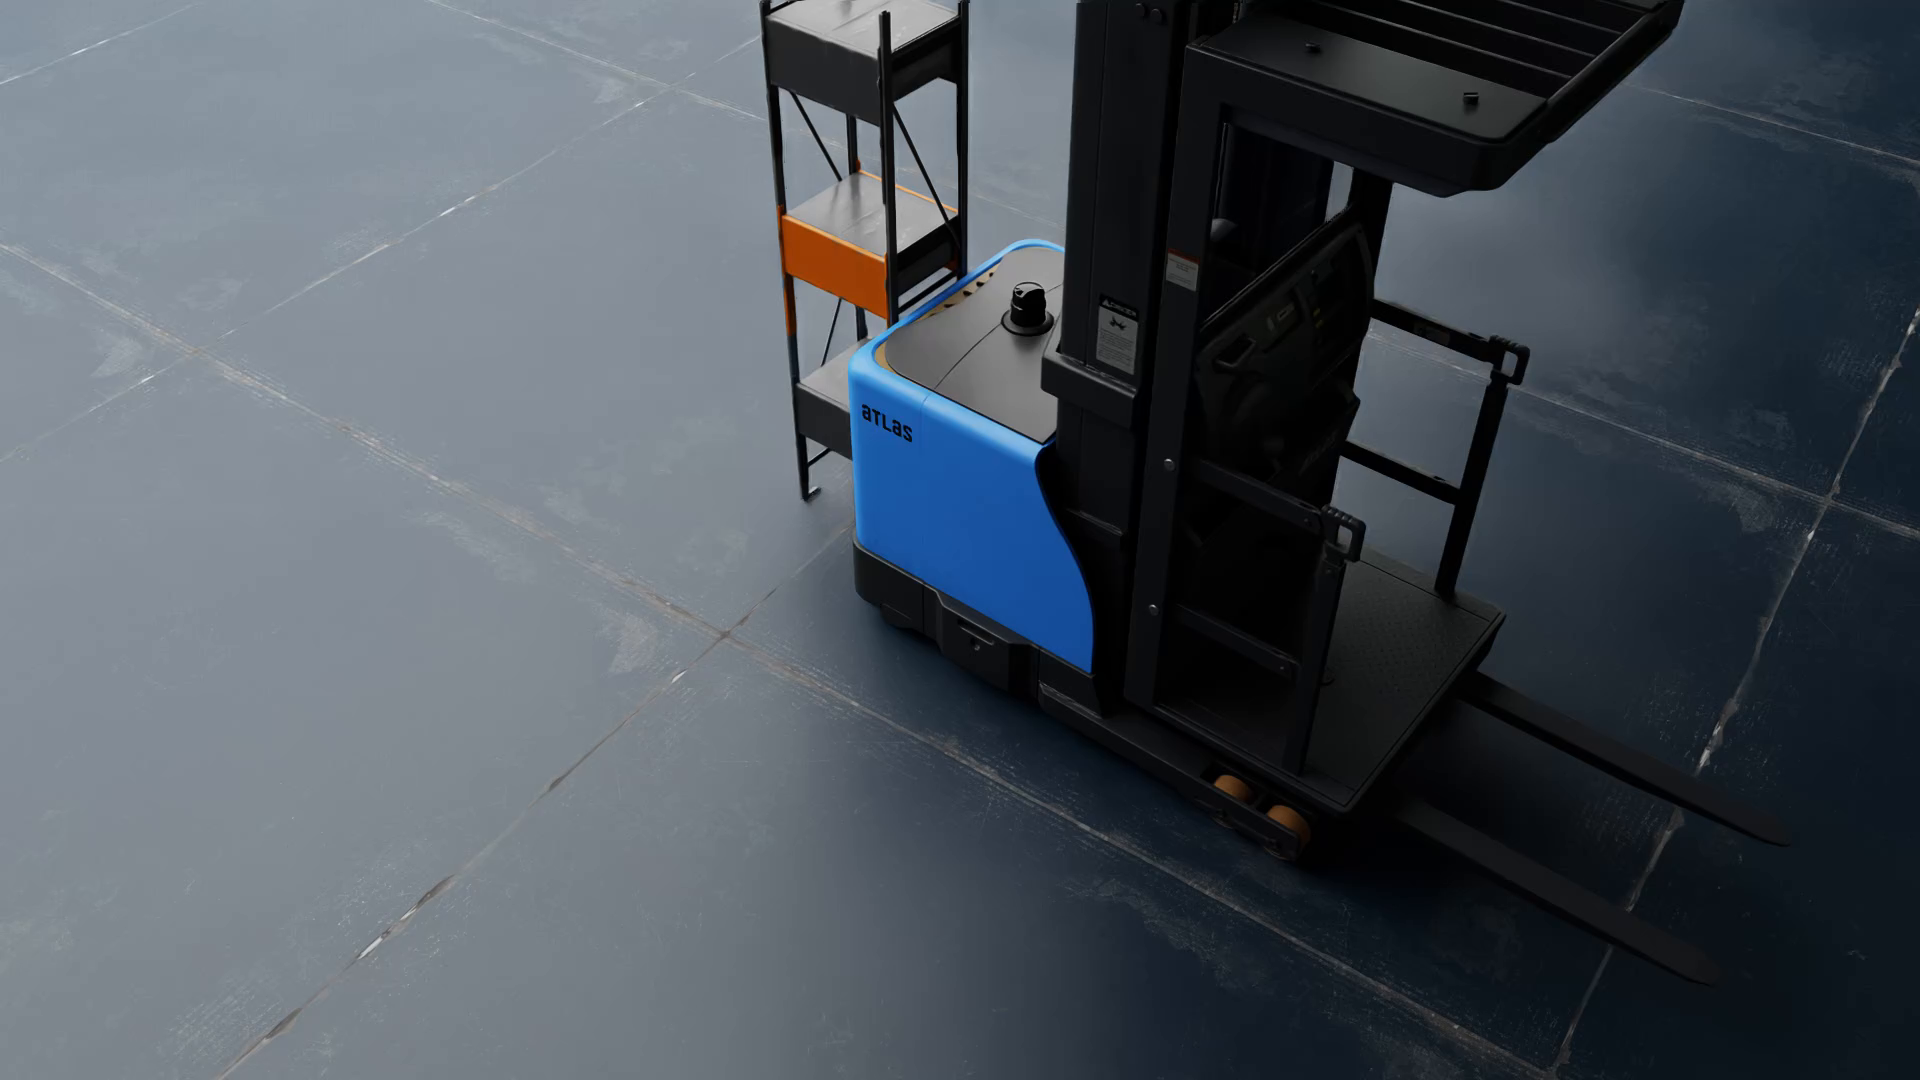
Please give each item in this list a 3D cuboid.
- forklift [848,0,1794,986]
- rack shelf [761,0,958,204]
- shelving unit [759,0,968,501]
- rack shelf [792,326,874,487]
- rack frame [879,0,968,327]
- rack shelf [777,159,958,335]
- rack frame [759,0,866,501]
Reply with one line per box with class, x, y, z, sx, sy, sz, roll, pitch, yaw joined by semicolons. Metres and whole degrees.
forklift;1.090;-0.510;4.621;3.031;2.935;1.130;28;49;28
rack shelf;-0.295;-1.450;5.267;0.480;0.518;0.431;28;49;28
shelving unit;-0.295;-0.939;5.724;0.503;2.100;0.431;28;49;28
rack shelf;-0.295;-0.407;6.200;0.480;0.518;0.431;28;49;28
rack frame;-0.105;-0.837;5.611;0.015;2.100;0.400;28;49;28
rack shelf;-0.295;-0.928;5.733;0.480;0.518;0.431;28;49;28
rack frame;-0.485;-1.040;5.838;0.015;2.100;0.400;28;49;28
